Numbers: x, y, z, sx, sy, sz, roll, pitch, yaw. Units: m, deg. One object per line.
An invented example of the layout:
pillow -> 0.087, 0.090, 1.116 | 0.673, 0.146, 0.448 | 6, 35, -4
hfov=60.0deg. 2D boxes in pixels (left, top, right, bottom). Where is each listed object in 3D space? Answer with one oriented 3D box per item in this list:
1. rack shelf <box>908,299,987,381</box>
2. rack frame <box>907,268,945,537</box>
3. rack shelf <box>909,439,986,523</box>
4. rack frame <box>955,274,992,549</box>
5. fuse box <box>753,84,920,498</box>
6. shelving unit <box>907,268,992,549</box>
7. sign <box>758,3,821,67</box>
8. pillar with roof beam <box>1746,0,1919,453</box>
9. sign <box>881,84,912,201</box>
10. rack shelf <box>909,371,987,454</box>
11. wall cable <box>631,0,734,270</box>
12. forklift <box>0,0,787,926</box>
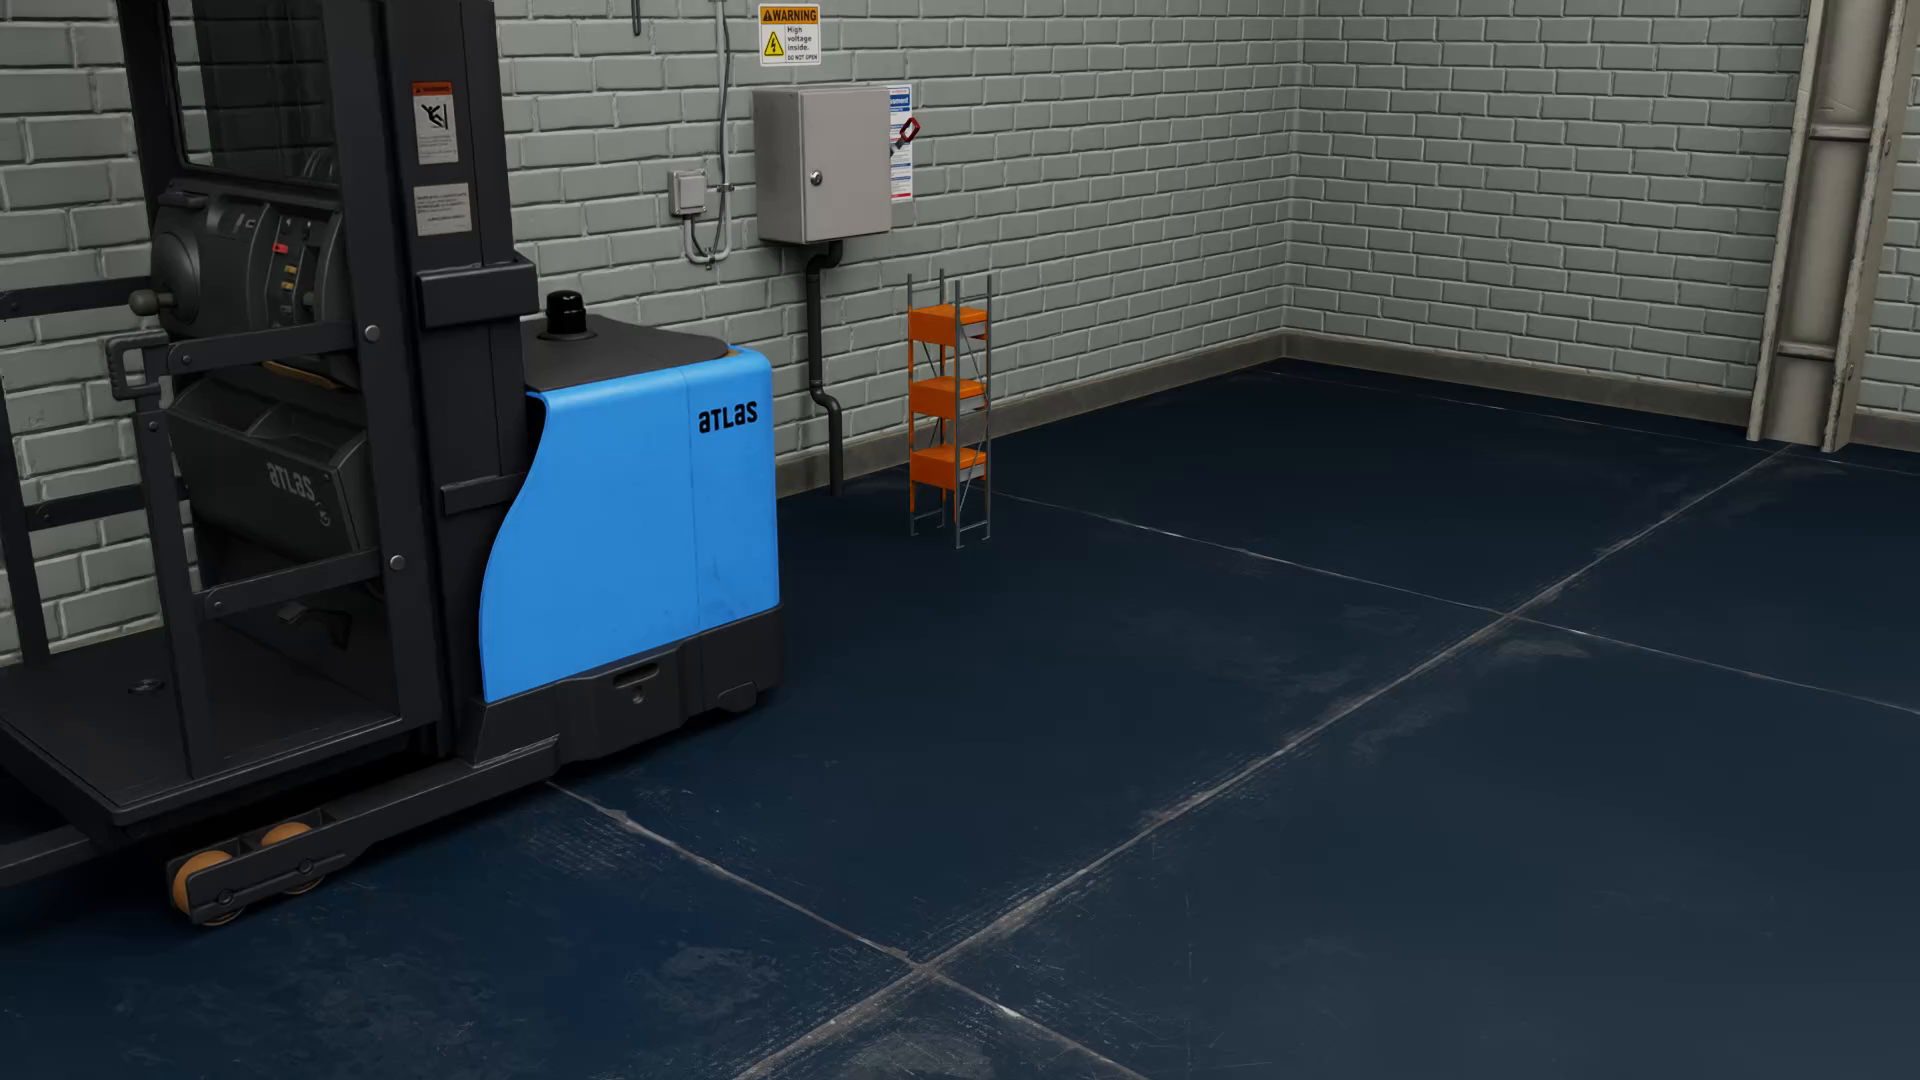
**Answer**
rack shelf -> -0.040, -0.772, 6.404 | 0.240, 0.259, 0.215 | 15, 23, 39
rack frame -> -0.131, -0.536, 6.564 | 0.008, 1.050, 0.200 | 15, 23, 39
rack shelf -> -0.040, -0.236, 6.574 | 0.240, 0.259, 0.215 | 15, 23, 39
rack frame -> 0.051, -0.487, 6.410 | 0.008, 1.050, 0.200 | 15, 23, 39
fuse box -> -0.495, -1.008, 6.959 | 0.414, 1.711, 0.539 | 15, 23, 39
shelving unit -> -0.040, -0.511, 6.487 | 0.252, 1.050, 0.215 | 15, 23, 39
sign -> -0.687, -2.045, 6.731 | 0.001, 0.242, 0.339 | 15, 23, 39
pillar with roof beam -> 1.250, -3.804, 3.721 | 0.400, 9.000, 9.100 | 15, 23, 39
sign -> -0.322, -1.730, 7.262 | 0.001, 0.494, 0.329 | 15, 23, 39
rack shelf -> -0.040, -0.501, 6.490 | 0.240, 0.259, 0.215 | 15, 23, 39
wall cable -> -1.066, -1.984, 6.224 | 0.122, 1.984, 0.588 | 15, 23, 39
forklift -> -1.894, -0.685, 3.925 | 1.130, 2.935, 3.031 | 16, 23, 40
